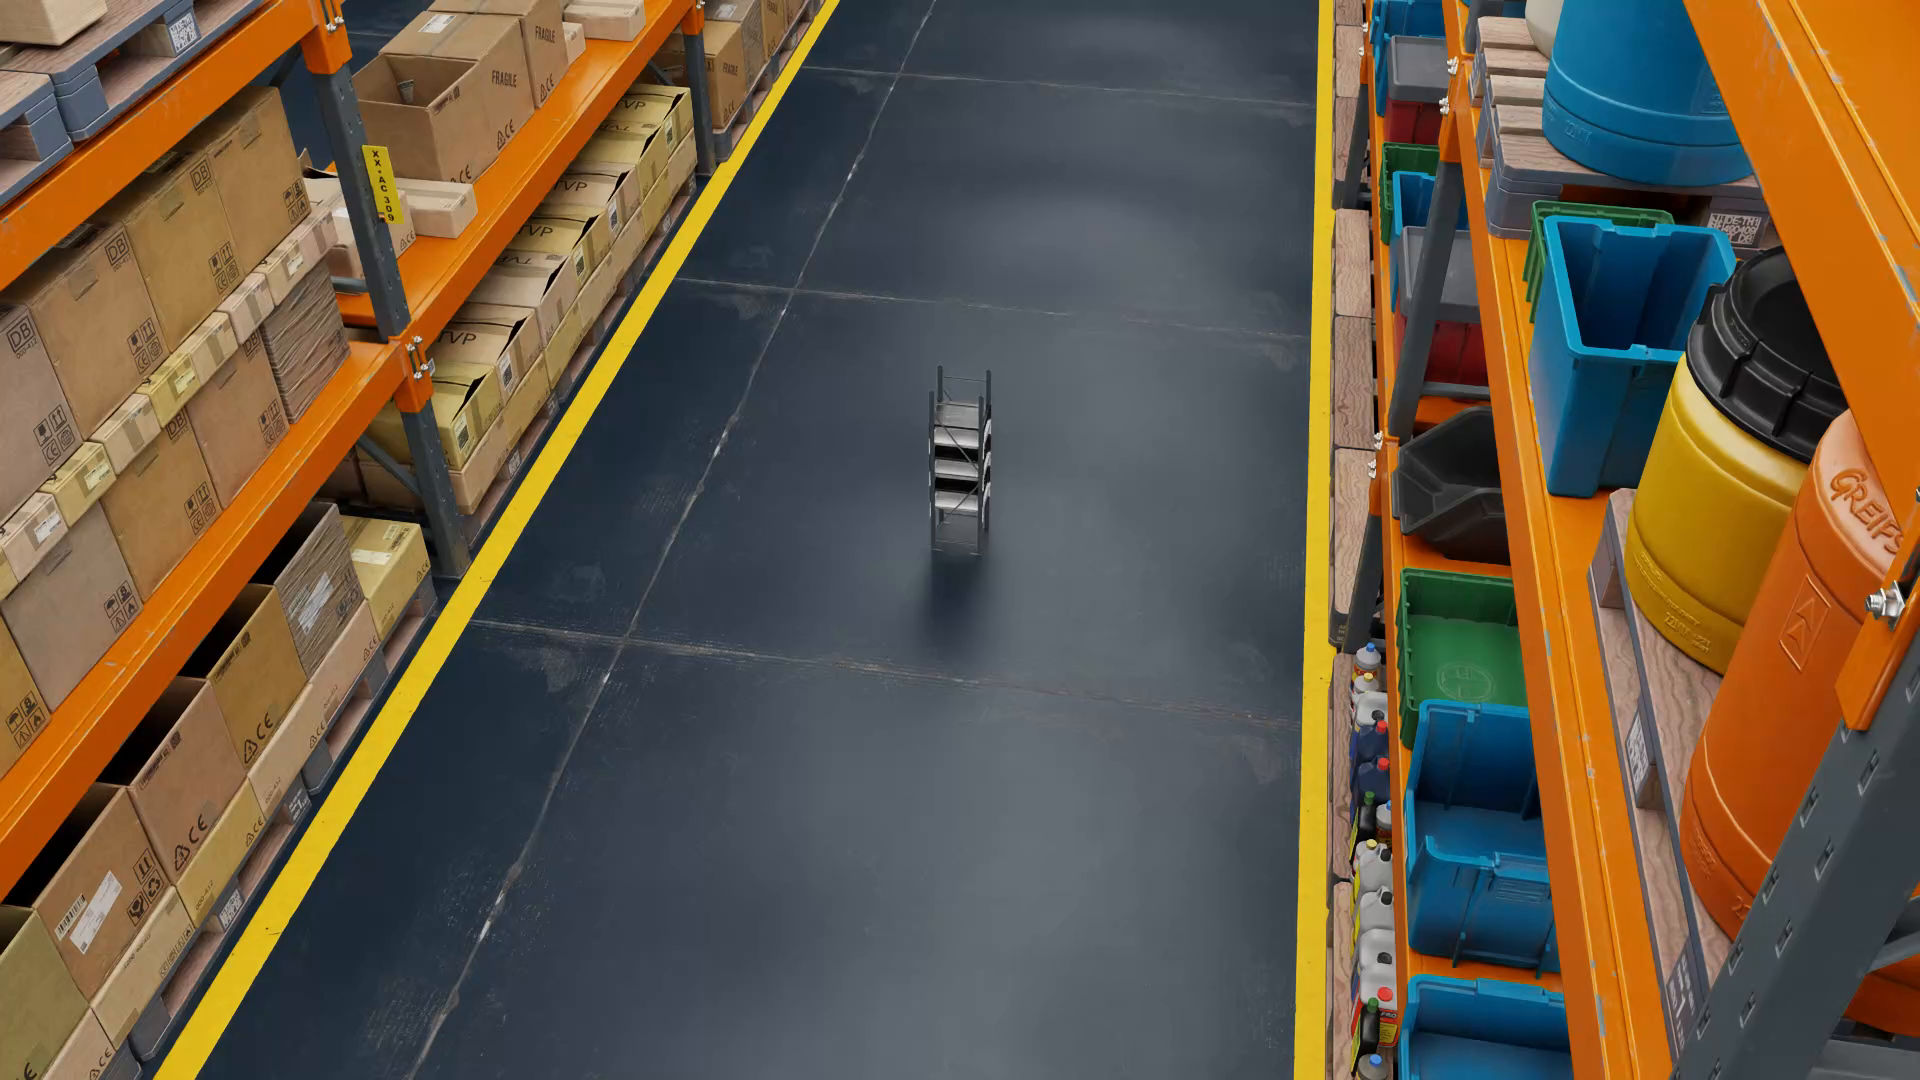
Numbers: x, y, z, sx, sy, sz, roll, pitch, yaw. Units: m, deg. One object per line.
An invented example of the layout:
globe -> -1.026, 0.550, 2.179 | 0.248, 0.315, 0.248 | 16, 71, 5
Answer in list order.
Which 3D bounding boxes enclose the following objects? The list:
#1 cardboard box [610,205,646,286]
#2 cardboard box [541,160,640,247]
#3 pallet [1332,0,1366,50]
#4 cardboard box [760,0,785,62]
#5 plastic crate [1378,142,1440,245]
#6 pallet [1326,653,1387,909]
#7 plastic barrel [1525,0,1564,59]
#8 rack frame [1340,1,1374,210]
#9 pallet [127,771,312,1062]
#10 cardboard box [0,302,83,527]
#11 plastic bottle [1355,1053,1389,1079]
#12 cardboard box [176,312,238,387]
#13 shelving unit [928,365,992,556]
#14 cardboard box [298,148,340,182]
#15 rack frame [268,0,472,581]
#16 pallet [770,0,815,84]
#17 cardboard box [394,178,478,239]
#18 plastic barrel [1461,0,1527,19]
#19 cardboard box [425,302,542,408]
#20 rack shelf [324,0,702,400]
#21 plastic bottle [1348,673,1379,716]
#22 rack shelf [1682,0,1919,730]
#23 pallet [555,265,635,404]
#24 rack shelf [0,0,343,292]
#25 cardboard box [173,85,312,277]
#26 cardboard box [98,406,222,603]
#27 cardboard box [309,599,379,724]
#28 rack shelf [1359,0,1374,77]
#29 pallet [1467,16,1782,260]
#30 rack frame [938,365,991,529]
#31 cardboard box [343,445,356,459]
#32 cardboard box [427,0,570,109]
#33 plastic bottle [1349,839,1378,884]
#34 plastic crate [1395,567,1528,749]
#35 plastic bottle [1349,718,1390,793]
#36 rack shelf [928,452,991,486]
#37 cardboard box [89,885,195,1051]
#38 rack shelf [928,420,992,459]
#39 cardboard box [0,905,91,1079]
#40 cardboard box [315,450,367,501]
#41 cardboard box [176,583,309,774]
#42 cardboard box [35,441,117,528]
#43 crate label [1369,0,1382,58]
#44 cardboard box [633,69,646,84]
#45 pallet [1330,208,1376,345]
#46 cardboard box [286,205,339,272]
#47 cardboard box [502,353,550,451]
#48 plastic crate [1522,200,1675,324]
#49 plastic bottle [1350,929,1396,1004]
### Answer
cardboard box -> -2.101, -1.678, 9.350 | 0.500, 0.250, 0.500 | 7, 40, 9
cardboard box -> -2.096, -1.891, 9.168 | 0.500, 0.311, 0.500 | 6, 40, 7
pallet -> 3.321, -3.979, 12.494 | 1.003, 0.211, 1.213 | 6, 40, 8
cardboard box -> -1.537, -3.676, 11.555 | 0.500, 0.500, 0.500 | 6, 40, 7
plastic crate -> 2.135, -1.555, 7.540 | 0.450, 0.188, 0.662 | 6, 40, 8
pallet -> 1.954, 0.979, 6.498 | 1.003, 0.211, 1.213 | 6, 40, 8
plastic barrel -> 1.844, -1.625, 4.687 | 0.421, 0.512, 0.421 | 0, 40, 0
rack frame -> 2.804, -3.023, 9.150 | 1.000, 3.000, 0.127 | 6, 40, 8
pallet -> -3.154, 1.276, 6.138 | 1.003, 0.211, 1.213 | 6, 40, 8
cardboard box -> -3.098, -0.376, 4.851 | 0.700, 0.500, 0.500 | 6, 40, 8
plastic bottle -> 1.305, 1.705, 5.281 | 0.097, 0.201, 0.097 | 0, 40, 0
cardboard box -> -2.735, -0.671, 5.717 | 0.380, 0.149, 0.250 | 6, 40, 8
shelving unit -> 0.001, -0.352, 7.566 | 0.258, 0.900, 0.210 | 6, 40, 8
cardboard box -> -2.795, -1.582, 7.511 | 0.396, 0.266, 0.258 | 5, 40, 7
rack frame -> -2.766, -1.061, 6.777 | 1.000, 3.000, 0.127 | 6, 40, 8
pallet -> -1.694, -3.725, 12.187 | 1.003, 0.211, 1.213 | 6, 40, 8
cardboard box -> -2.412, -1.498, 7.502 | 0.380, 0.149, 0.250 | 6, 40, 8
plastic barrel -> 1.986, -2.205, 5.413 | 0.600, 0.901, 0.708 | 6, 40, 8
cardboard box -> -2.358, -0.925, 8.000 | 0.500, 0.311, 0.500 | 6, 40, 7
rack shelf -> -2.420, -2.039, 8.524 | 1.077, 0.370, 4.000 | 6, 40, 8
plastic bottle -> 1.607, 0.611, 6.604 | 0.097, 0.201, 0.097 | 0, 40, 0
rack shelf -> 1.765, -1.138, 3.040 | 1.077, 0.370, 4.000 | 6, 40, 8
pallet -> -2.469, -1.221, 9.158 | 1.003, 0.211, 1.213 | 6, 40, 8
rack shelf -> -3.113, -0.685, 4.532 | 1.077, 0.370, 4.000 | 6, 40, 8
cardboard box -> -2.837, -1.321, 5.994 | 0.700, 0.500, 0.500 | 7, 40, 8
cardboard box -> -3.013, -0.175, 5.626 | 0.700, 0.500, 0.500 | 7, 40, 8
cardboard box -> -2.728, 0.464, 6.760 | 0.500, 0.250, 0.500 | 6, 40, 8
rack shelf -> 3.150, -4.001, 10.897 | 1.077, 0.370, 4.000 | 6, 40, 8
pallet -> 2.083, -1.133, 4.657 | 1.213, 0.211, 1.003 | 6, 40, 8
rack frame -> 0.019, -0.416, 7.643 | 0.240, 0.900, 0.006 | 6, 40, 8
cardboard box -> -2.979, -0.666, 7.686 | 0.500, 0.311, 0.500 | 6, 40, 8
cardboard box -> -2.349, -2.556, 8.505 | 0.500, 0.500, 0.500 | 4, 40, 5
plastic bottle -> 1.458, 1.150, 5.952 | 0.097, 0.201, 0.097 | 0, 40, 0
plastic crate -> 1.599, 0.390, 5.188 | 0.450, 0.188, 0.662 | 6, 40, 8
plastic bottle -> 1.563, 0.799, 6.260 | 0.144, 0.351, 0.185 | 7, 40, 9
rack shelf -> 0.001, -0.326, 7.588 | 0.258, 0.077, 0.200 | 6, 40, 8
cardboard box -> -2.977, 1.407, 5.620 | 0.500, 0.250, 0.500 | 6, 40, 8
rack shelf -> 0.001, -0.465, 7.473 | 0.258, 0.077, 0.200 | 6, 40, 8
cardboard box -> -3.062, 1.432, 5.001 | 0.500, 0.500, 0.500 | 6, 40, 8
cardboard box -> -2.980, -0.456, 7.872 | 0.500, 0.250, 0.500 | 6, 40, 7
cardboard box -> -2.812, 0.489, 6.141 | 0.500, 0.500, 0.500 | 6, 40, 8
cardboard box -> -2.867, -0.192, 5.137 | 0.380, 0.149, 0.250 | 8, 40, 9
crate label -> 2.362, -2.736, 8.933 | 0.303, 0.233, 0.416 | 6, 40, 8
cardboard box -> -2.144, -3.391, 11.211 | 0.500, 0.500, 0.500 | 8, 40, 9
pallet -> 2.631, -1.467, 9.455 | 1.003, 0.211, 1.213 | 6, 40, 8
cardboard box -> -2.603, -1.156, 6.303 | 0.380, 0.149, 0.250 | 6, 40, 8
cardboard box -> -2.363, -0.710, 8.180 | 0.500, 0.250, 0.500 | 7, 40, 9
plastic crate -> 1.570, -0.627, 4.064 | 0.336, 0.188, 0.450 | 6, 40, 8
plastic bottle -> 1.400, 1.434, 5.550 | 0.152, 0.276, 0.135 | 5, 40, 6
